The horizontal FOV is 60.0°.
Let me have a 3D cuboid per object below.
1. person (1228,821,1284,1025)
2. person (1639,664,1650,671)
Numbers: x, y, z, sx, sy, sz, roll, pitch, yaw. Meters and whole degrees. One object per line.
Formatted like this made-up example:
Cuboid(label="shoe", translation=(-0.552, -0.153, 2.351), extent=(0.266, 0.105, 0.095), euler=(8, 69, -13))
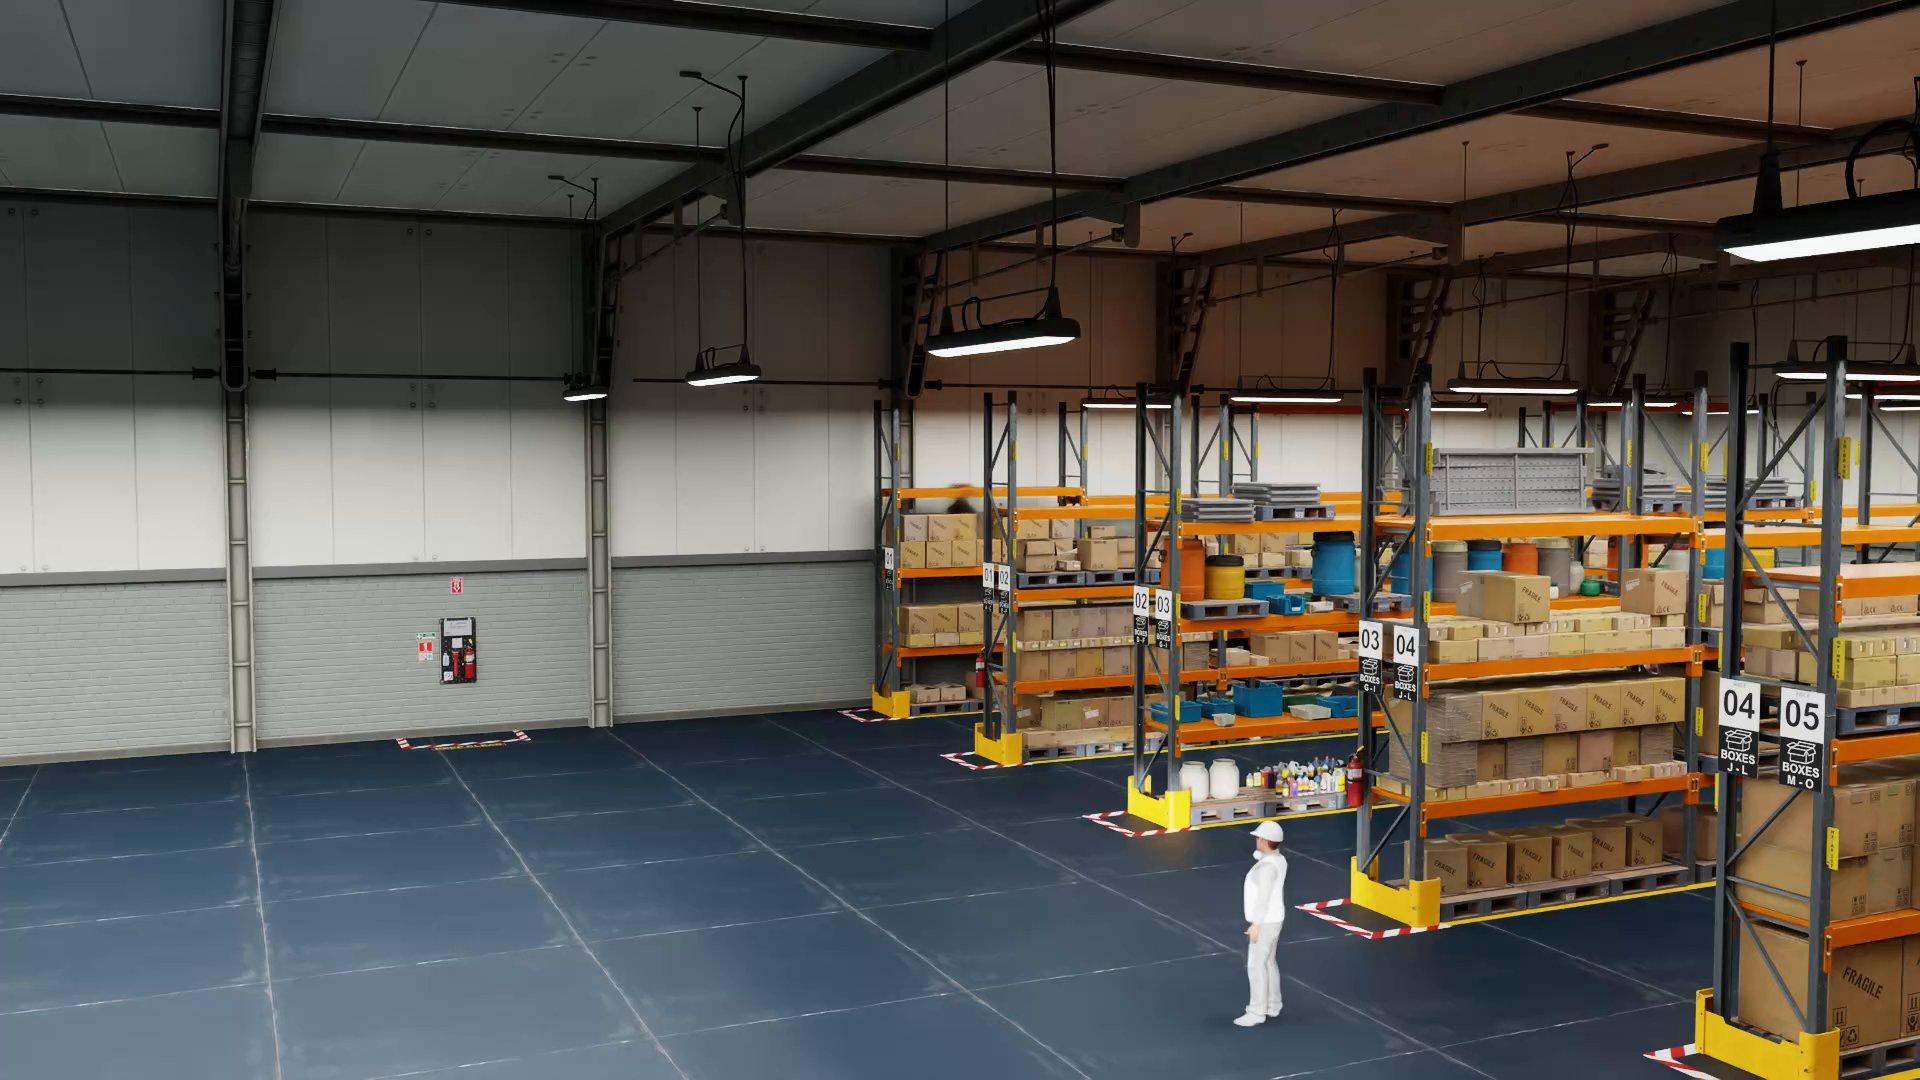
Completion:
Cuboid(label="person", translation=(2.658, 3.412, 14.926), extent=(0.520, 1.793, 0.556), euler=(0, 3, 3))
Cuboid(label="person", translation=(12.106, 2.530, 29.707), extent=(0.653, 1.801, 0.383), euler=(-2, 4, -30))
